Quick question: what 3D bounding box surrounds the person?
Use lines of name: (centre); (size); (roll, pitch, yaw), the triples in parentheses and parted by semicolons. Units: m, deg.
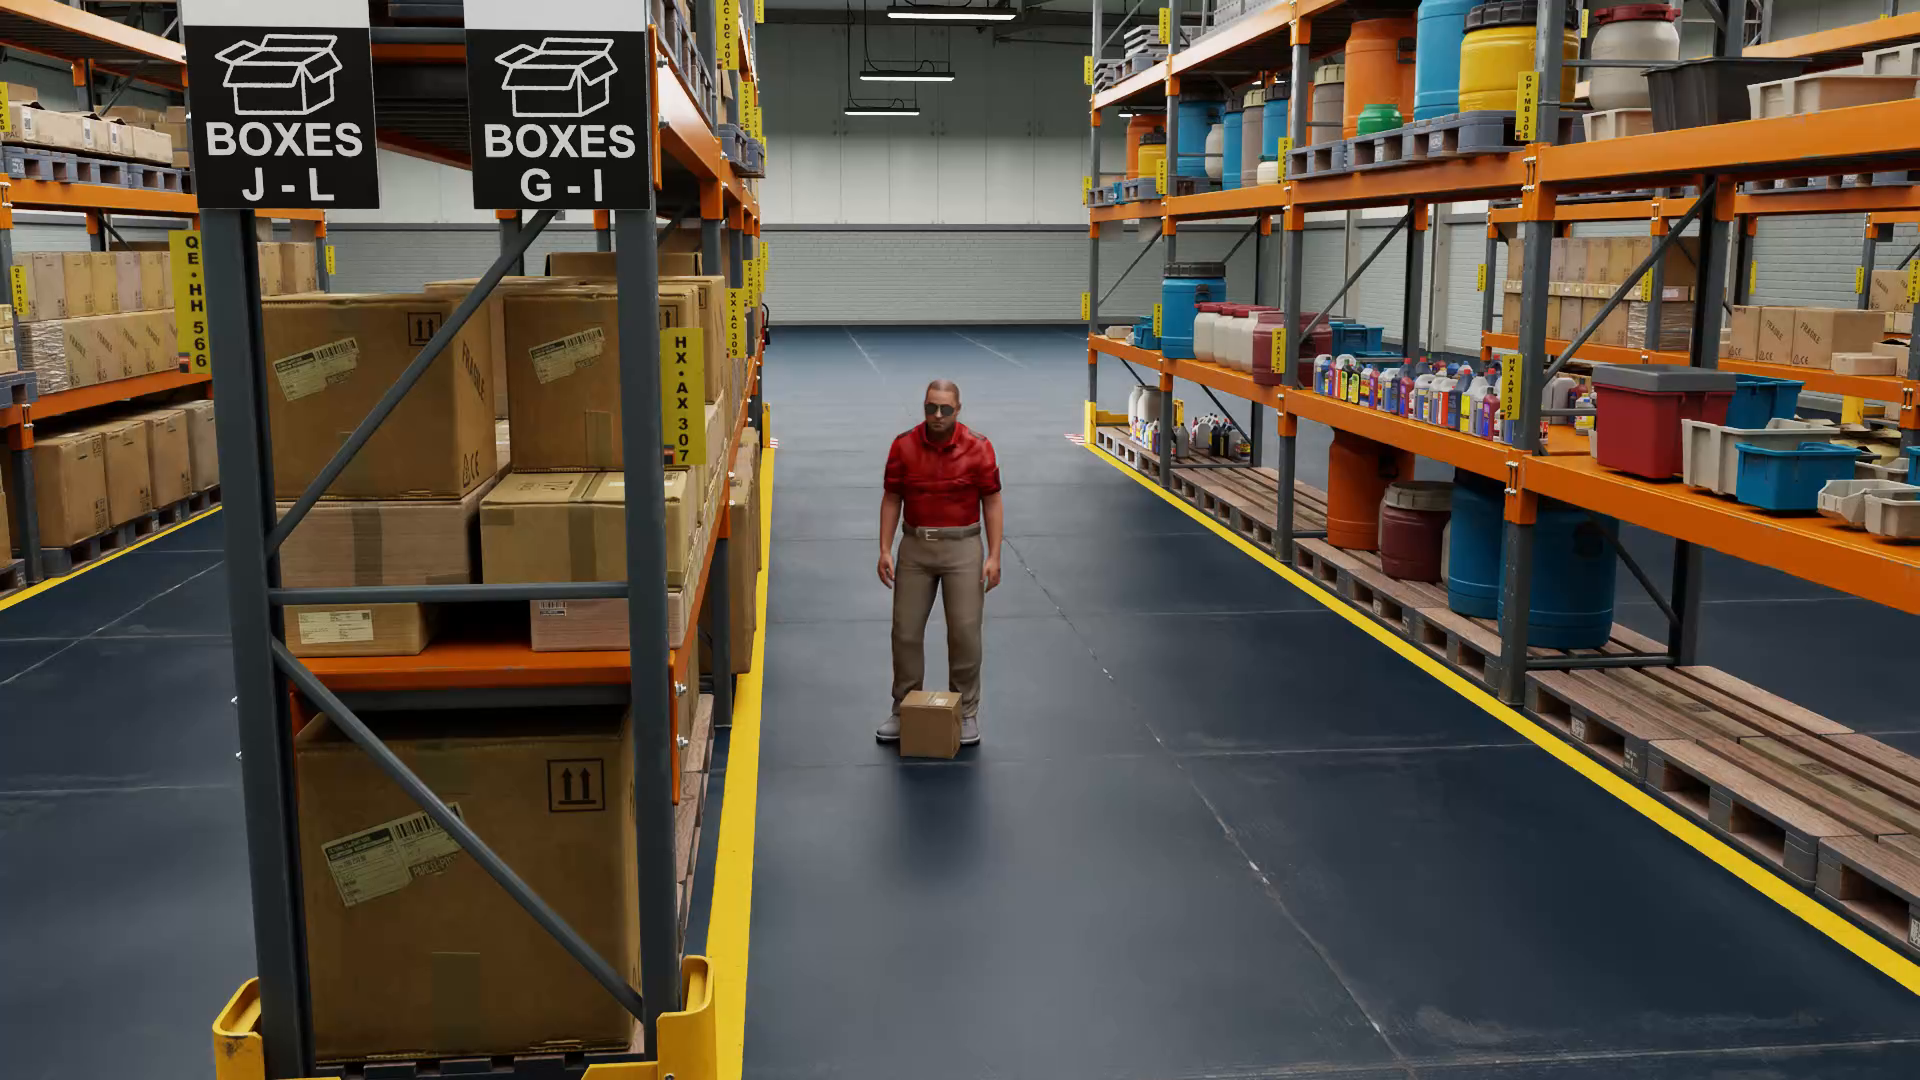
person: (-0.095, 0.092, 7.912); (0.594, 1.726, 0.388); (1, 10, 8)
